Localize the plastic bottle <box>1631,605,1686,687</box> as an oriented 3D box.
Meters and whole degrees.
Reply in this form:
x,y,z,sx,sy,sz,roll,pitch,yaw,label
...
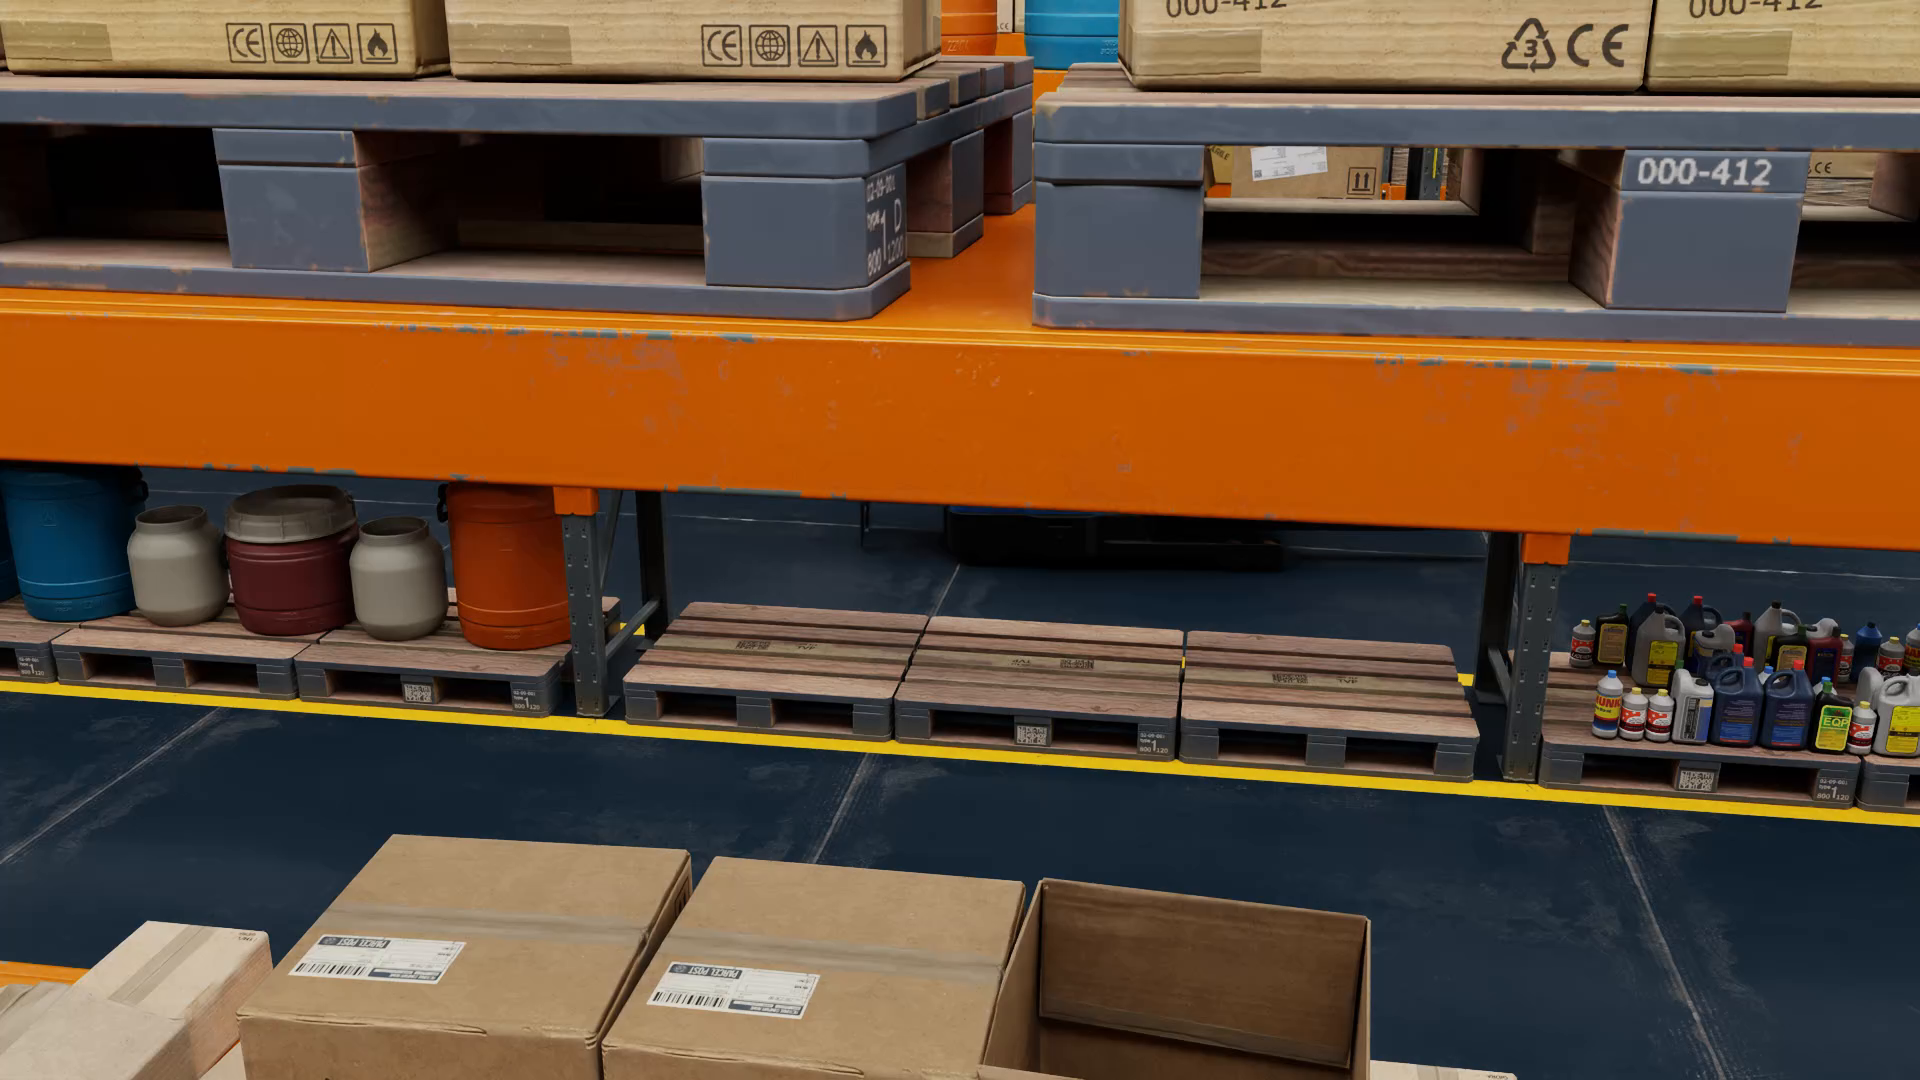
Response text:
x,y,z,sx,sy,sz,roll,pitch,yaw,label
3.034,0.453,7.204,0.185,0.351,0.144,3,19,9,plastic bottle

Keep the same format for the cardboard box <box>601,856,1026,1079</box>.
x,y,z,sx,sy,sz,roll,pitch,yaw,label
-0.185,0.826,2.448,0.500,0.500,0.500,3,19,9,cardboard box

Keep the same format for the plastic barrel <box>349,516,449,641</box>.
x,y,z,sx,sy,sz,roll,pitch,yaw,label
-2.632,0.177,7.805,0.421,0.512,0.421,0,18,0,plastic barrel

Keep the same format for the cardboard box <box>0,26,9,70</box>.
x,y,z,sx,sy,sz,roll,pitch,yaw,label
-1.387,-0.757,2.184,0.500,0.250,0.500,3,19,10,cardboard box

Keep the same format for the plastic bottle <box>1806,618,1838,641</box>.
x,y,z,sx,sy,sz,roll,pitch,yaw,label
3.725,0.478,7.246,0.135,0.276,0.152,3,19,10,plastic bottle

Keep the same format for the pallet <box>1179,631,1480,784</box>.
x,y,z,sx,sy,sz,roll,pitch,yaw,label
1.593,0.713,7.340,1.213,0.211,1.003,3,19,9,pallet

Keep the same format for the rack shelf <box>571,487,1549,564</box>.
x,y,z,sx,sy,sz,roll,pitch,yaw,label
0.400,-0.342,7.231,4.000,0.370,1.077,3,19,9,rack shelf

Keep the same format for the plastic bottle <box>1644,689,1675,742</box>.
x,y,z,sx,sy,sz,roll,pitch,yaw,label
2.821,0.700,6.701,0.097,0.201,0.097,0,18,0,plastic bottle

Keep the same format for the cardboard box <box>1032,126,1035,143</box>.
x,y,z,sx,sy,sz,roll,pitch,yaw,label
0.498,-3.824,16.348,0.500,0.500,0.500,3,19,9,cardboard box

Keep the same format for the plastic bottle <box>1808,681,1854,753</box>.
x,y,z,sx,sy,sz,roll,pitch,yaw,label
3.449,0.699,6.575,0.133,0.283,0.061,4,19,11,plastic bottle

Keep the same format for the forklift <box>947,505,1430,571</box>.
x,y,z,sx,sy,sz,roll,pitch,yaw,label
1.457,-1.391,9.341,3.031,2.935,1.130,1,19,2,forklift

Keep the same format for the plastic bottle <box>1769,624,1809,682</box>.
x,y,z,sx,sy,sz,roll,pitch,yaw,label
3.574,0.499,7.173,0.133,0.283,0.061,3,19,9,plastic bottle

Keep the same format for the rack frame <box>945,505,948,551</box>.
x,y,z,sx,sy,sz,roll,pitch,yaw,label
-0.074,-0.994,9.466,0.015,2.100,0.400,1,19,2,rack frame

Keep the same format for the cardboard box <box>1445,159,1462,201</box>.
x,y,z,sx,sy,sz,roll,pitch,yaw,label
3.595,-2.280,11.265,0.500,0.500,0.875,3,19,9,cardboard box

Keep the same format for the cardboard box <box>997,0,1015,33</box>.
x,y,z,sx,sy,sz,roll,pitch,yaw,label
0.142,-3.557,11.216,0.500,0.250,0.500,3,19,10,cardboard box

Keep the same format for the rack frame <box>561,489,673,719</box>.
x,y,z,sx,sy,sz,roll,pitch,yaw,label
-1.574,-0.784,7.418,0.127,3.000,1.000,3,19,9,rack frame

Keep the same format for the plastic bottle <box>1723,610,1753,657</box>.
x,y,z,sx,sy,sz,roll,pitch,yaw,label
3.413,0.444,7.336,0.133,0.283,0.061,4,19,12,plastic bottle

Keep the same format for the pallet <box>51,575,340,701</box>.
x,y,z,sx,sy,sz,roll,pitch,yaw,label
-3.561,0.450,8.125,1.213,0.211,1.003,3,19,9,pallet

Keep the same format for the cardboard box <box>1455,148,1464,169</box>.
x,y,z,sx,sy,sz,roll,pitch,yaw,label
3.564,-2.694,10.926,0.500,0.500,0.500,3,19,9,cardboard box

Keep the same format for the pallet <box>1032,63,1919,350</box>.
x,y,z,sx,sy,sz,roll,pitch,yaw,label
0.713,-0.403,1.853,1.217,0.209,0.805,2,19,6,pallet

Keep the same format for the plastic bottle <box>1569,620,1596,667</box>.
x,y,z,sx,sy,sz,roll,pitch,yaw,label
2.783,0.457,7.427,0.097,0.201,0.097,0,18,0,plastic bottle

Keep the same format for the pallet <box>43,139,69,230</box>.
x,y,z,sx,sy,sz,roll,pitch,yaw,label
-1.680,-0.559,2.316,1.003,0.211,1.213,4,19,11,pallet

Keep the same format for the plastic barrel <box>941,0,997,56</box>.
x,y,z,sx,sy,sz,roll,pitch,yaw,label
-0.152,-2.267,6.448,0.708,0.830,0.600,3,19,9,plastic barrel

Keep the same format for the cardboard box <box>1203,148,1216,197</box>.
x,y,z,sx,sy,sz,roll,pitch,yaw,label
1.434,-2.440,11.545,0.637,0.503,0.797,5,19,14,cardboard box

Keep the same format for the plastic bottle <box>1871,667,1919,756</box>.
x,y,z,sx,sy,sz,roll,pitch,yaw,label
3.712,0.667,6.564,0.185,0.351,0.144,3,19,8,plastic bottle

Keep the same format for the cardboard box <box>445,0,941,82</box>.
x,y,z,sx,sy,sz,roll,pitch,yaw,label
-0.293,-0.697,2.005,0.500,0.250,0.500,1,19,4,cardboard box

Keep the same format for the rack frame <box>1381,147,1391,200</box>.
x,y,z,sx,sy,sz,roll,pitch,yaw,label
4.047,-3.683,16.082,0.127,3.000,1.000,3,19,9,rack frame

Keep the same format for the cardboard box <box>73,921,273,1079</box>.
x,y,z,sx,sy,sz,roll,pitch,yaw,label
-1.432,0.846,2.944,0.250,0.149,0.380,3,19,9,cardboard box

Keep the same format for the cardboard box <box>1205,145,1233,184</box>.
x,y,z,sx,sy,sz,roll,pitch,yaw,label
2.492,-3.724,16.047,0.500,0.500,0.500,3,19,9,cardboard box

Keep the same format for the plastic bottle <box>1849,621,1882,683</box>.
x,y,z,sx,sy,sz,roll,pitch,yaw,label
3.946,0.483,7.239,0.097,0.271,0.097,0,18,0,plastic bottle

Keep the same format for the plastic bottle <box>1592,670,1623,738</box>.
x,y,z,sx,sy,sz,roll,pitch,yaw,label
2.620,0.656,6.721,0.097,0.271,0.097,0,18,0,plastic bottle

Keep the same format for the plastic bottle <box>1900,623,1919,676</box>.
x,y,z,sx,sy,sz,roll,pitch,yaw,label
4.146,0.493,7.208,0.097,0.271,0.097,0,18,0,plastic bottle

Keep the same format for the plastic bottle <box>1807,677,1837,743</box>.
x,y,z,sx,sy,sz,roll,pitch,yaw,label
3.444,0.679,6.654,0.097,0.271,0.097,0,18,0,plastic bottle

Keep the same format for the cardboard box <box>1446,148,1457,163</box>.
x,y,z,sx,sy,sz,roll,pitch,yaw,label
3.648,-2.860,11.422,0.500,0.500,0.500,3,19,9,cardboard box

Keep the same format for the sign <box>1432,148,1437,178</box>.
x,y,z,sx,sy,sz,roll,pitch,yaw,label
3.076,-2.509,10.750,0.005,0.325,0.100,3,19,9,sign

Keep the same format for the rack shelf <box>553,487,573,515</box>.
x,y,z,sx,sy,sz,roll,pitch,yaw,label
-3.549,-0.543,7.833,4.000,0.370,1.077,3,19,9,rack shelf

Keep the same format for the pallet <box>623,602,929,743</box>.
x,y,z,sx,sy,sz,roll,pitch,yaw,label
-0.816,0.590,7.707,1.213,0.211,1.003,3,19,9,pallet

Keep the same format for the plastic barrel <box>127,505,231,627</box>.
x,y,z,sx,sy,sz,roll,pitch,yaw,label
-3.747,0.121,7.974,0.421,0.512,0.421,0,18,0,plastic barrel

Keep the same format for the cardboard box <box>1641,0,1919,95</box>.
x,y,z,sx,sy,sz,roll,pitch,yaw,label
0.979,-0.615,1.761,0.500,0.250,0.500,5,19,14,cardboard box

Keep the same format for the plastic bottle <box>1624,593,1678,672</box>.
x,y,z,sx,sy,sz,roll,pitch,yaw,label
3.056,0.407,7.339,0.185,0.351,0.144,2,19,7,plastic bottle

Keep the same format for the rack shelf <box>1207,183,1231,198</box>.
x,y,z,sx,sy,sz,roll,pitch,yaw,label
2.072,-3.442,16.497,4.000,0.370,1.077,3,19,9,rack shelf

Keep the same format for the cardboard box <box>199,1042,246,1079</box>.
x,y,z,sx,sy,sz,roll,pitch,yaw,label
-1.096,0.934,2.681,0.250,0.149,0.380,4,19,13,cardboard box

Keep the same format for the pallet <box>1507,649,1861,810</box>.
x,y,z,sx,sy,sz,roll,pitch,yaw,label
3.031,0.787,7.118,1.213,0.211,1.003,3,19,9,pallet

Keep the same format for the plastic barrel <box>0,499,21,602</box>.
x,y,z,sx,sy,sz,roll,pitch,yaw,label
-4.989,-0.156,8.188,0.708,0.901,0.600,3,19,9,plastic barrel

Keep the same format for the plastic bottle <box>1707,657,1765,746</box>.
x,y,z,sx,sy,sz,roll,pitch,yaw,label
3.106,0.636,6.656,0.185,0.351,0.144,3,19,10,plastic bottle

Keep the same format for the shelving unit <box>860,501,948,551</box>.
x,y,z,sx,sy,sz,roll,pitch,yaw,label
-0.318,-0.997,9.473,0.503,2.100,0.431,1,19,2,shelving unit

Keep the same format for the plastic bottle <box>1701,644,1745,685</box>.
x,y,z,sx,sy,sz,roll,pitch,yaw,label
3.129,0.591,6.791,0.185,0.351,0.144,3,19,9,plastic bottle
